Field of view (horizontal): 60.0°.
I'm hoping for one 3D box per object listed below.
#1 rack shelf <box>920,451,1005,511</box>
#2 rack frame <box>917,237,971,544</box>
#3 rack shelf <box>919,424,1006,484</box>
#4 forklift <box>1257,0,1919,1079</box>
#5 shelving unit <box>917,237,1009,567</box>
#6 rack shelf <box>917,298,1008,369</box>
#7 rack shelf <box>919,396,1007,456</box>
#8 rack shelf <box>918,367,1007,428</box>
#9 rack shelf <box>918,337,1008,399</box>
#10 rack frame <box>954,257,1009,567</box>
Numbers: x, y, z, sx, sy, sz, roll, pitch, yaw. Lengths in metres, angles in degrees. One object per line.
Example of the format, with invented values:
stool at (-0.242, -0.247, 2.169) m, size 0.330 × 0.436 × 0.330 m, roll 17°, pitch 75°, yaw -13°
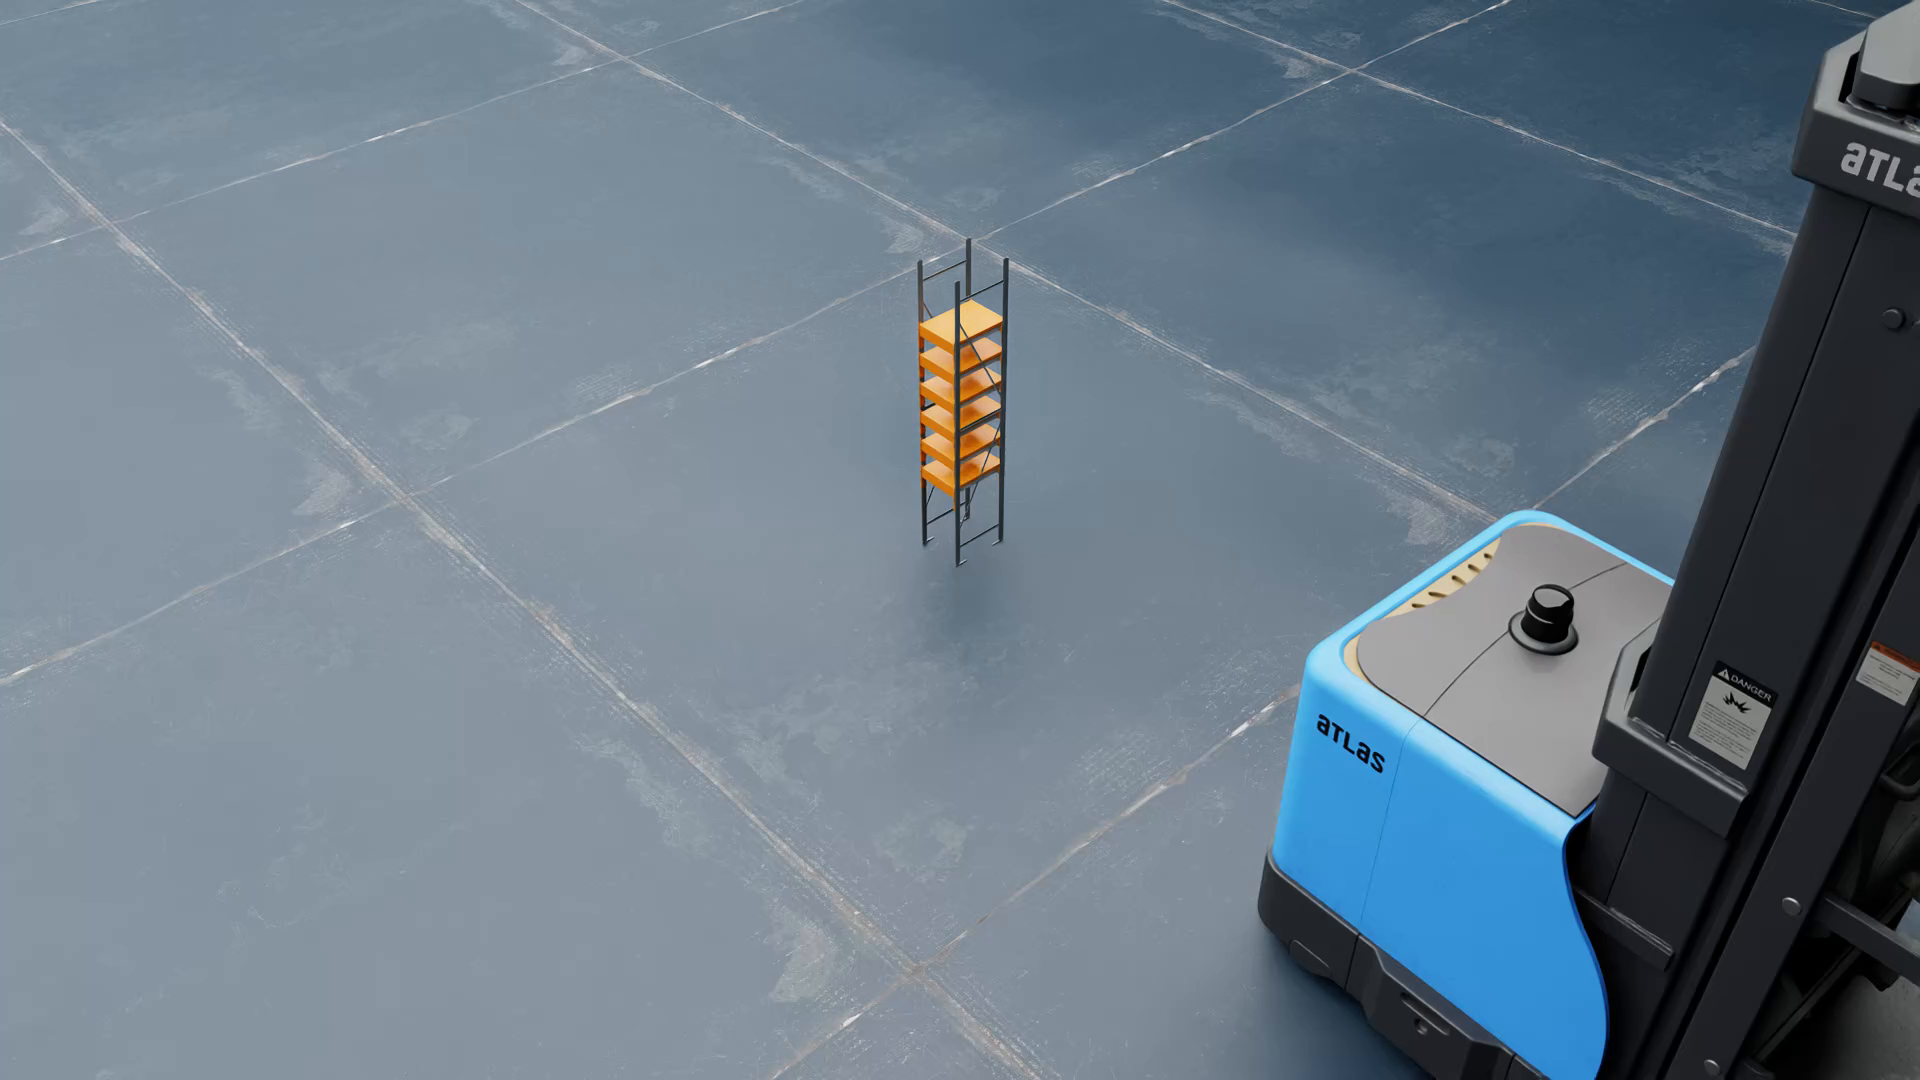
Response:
rack shelf at (0.010, -0.239, 6.043) m, size 0.258 × 0.103 × 0.180 m, roll -30°, pitch 48°, yaw -32°
rack frame at (-0.052, -0.502, 5.917) m, size 0.240 × 1.200 × 0.006 m, roll -30°, pitch 48°, yaw -32°
rack shelf at (0.010, -0.332, 5.968) m, size 0.258 × 0.103 × 0.180 m, roll -30°, pitch 48°, yaw -32°
forklift at (2.203, 0.485, 3.317) m, size 1.130 × 2.935 × 3.031 m, roll -28°, pitch 47°, yaw -31°
shelving unit at (0.010, -0.460, 5.865) m, size 0.258 × 1.200 × 0.189 m, roll -30°, pitch 48°, yaw -32°
rack shelf at (0.010, -0.706, 5.666) m, size 0.258 × 0.103 × 0.180 m, roll -30°, pitch 48°, yaw -32°
rack shelf at (0.010, -0.426, 5.893) m, size 0.258 × 0.103 × 0.180 m, roll -30°, pitch 48°, yaw -32°
rack shelf at (0.010, -0.519, 5.817) m, size 0.258 × 0.103 × 0.180 m, roll -30°, pitch 48°, yaw -32°
rack shelf at (0.010, -0.612, 5.742) m, size 0.258 × 0.103 × 0.180 m, roll -30°, pitch 48°, yaw -32°
rack frame at (0.072, -0.418, 5.812) m, size 0.240 × 1.200 × 0.006 m, roll -30°, pitch 48°, yaw -32°
